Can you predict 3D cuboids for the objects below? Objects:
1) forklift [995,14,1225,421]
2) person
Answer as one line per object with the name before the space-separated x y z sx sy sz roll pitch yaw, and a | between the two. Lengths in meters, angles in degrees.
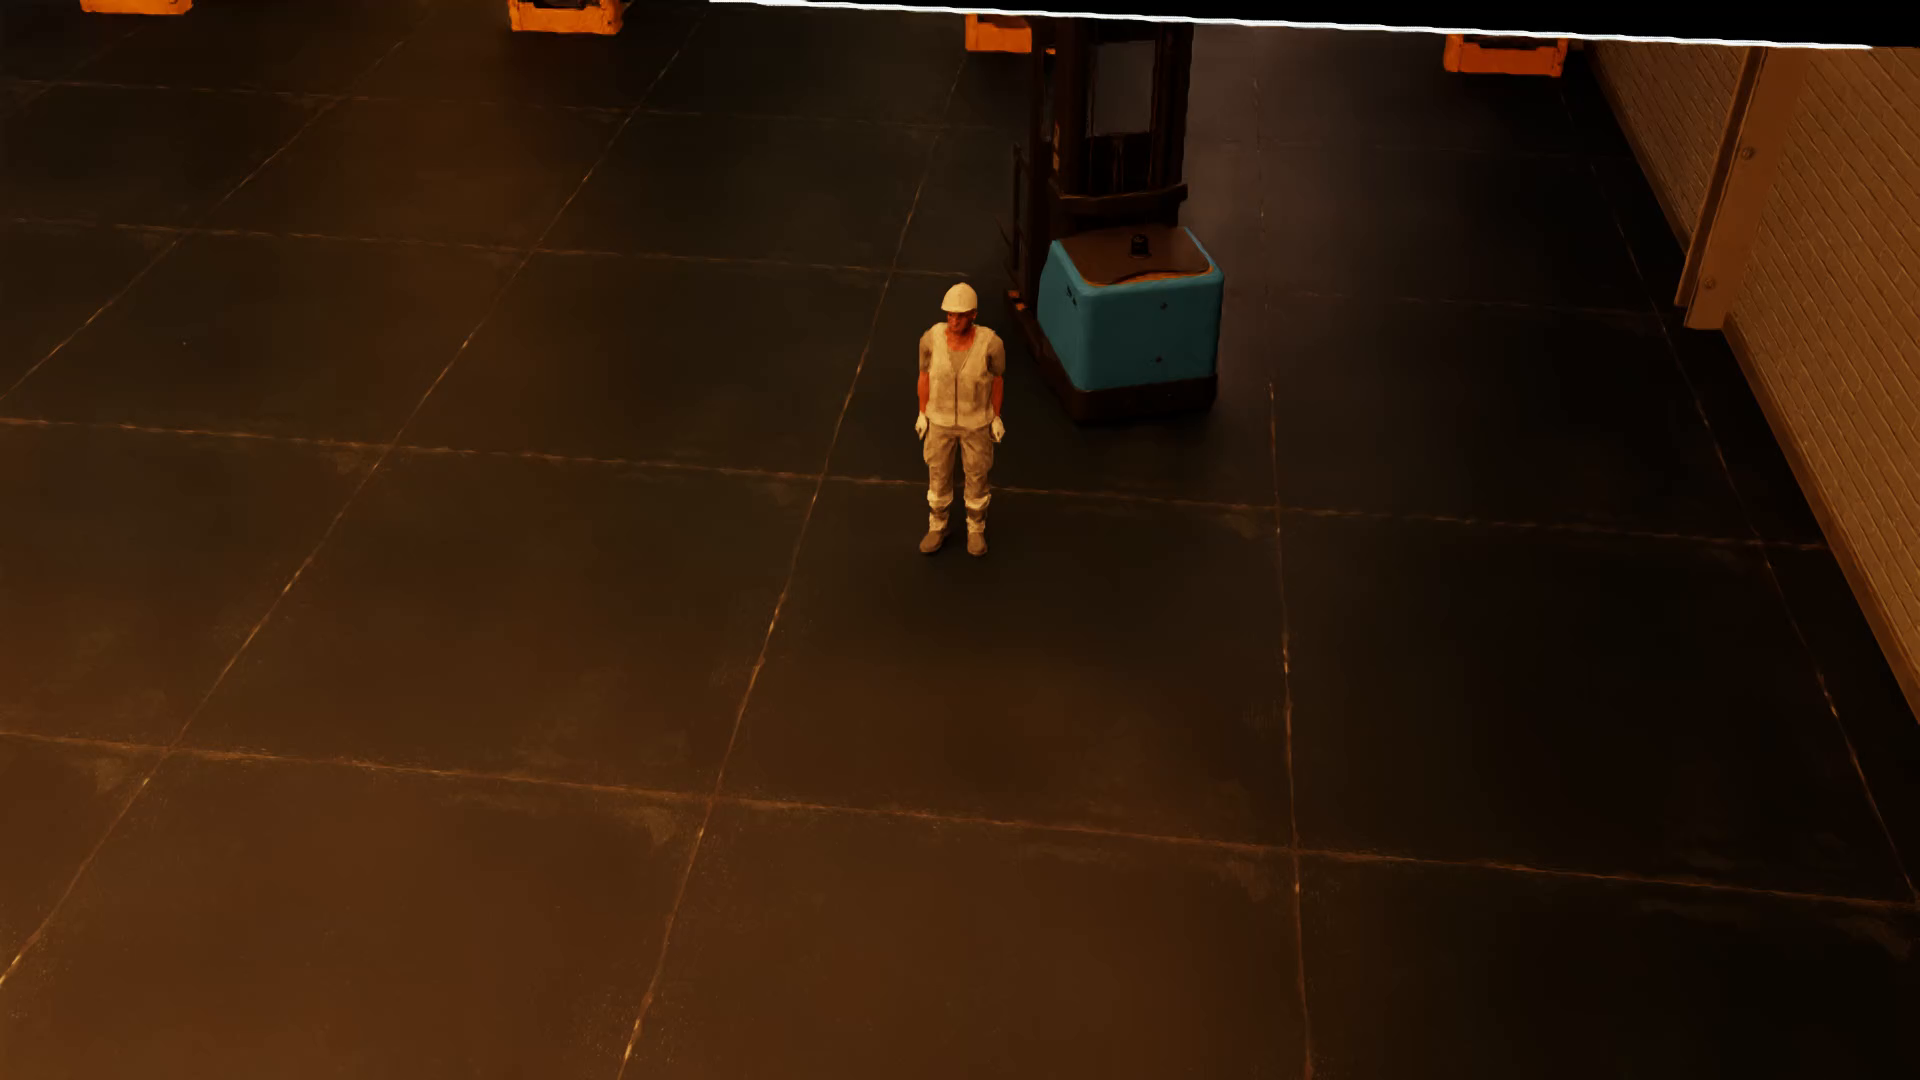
forklift | 0.963 -2.876 11.931 1.130 2.935 3.031 -8 37 -10
person | -0.001 -0.709 9.952 0.540 1.795 0.349 4 37 6
